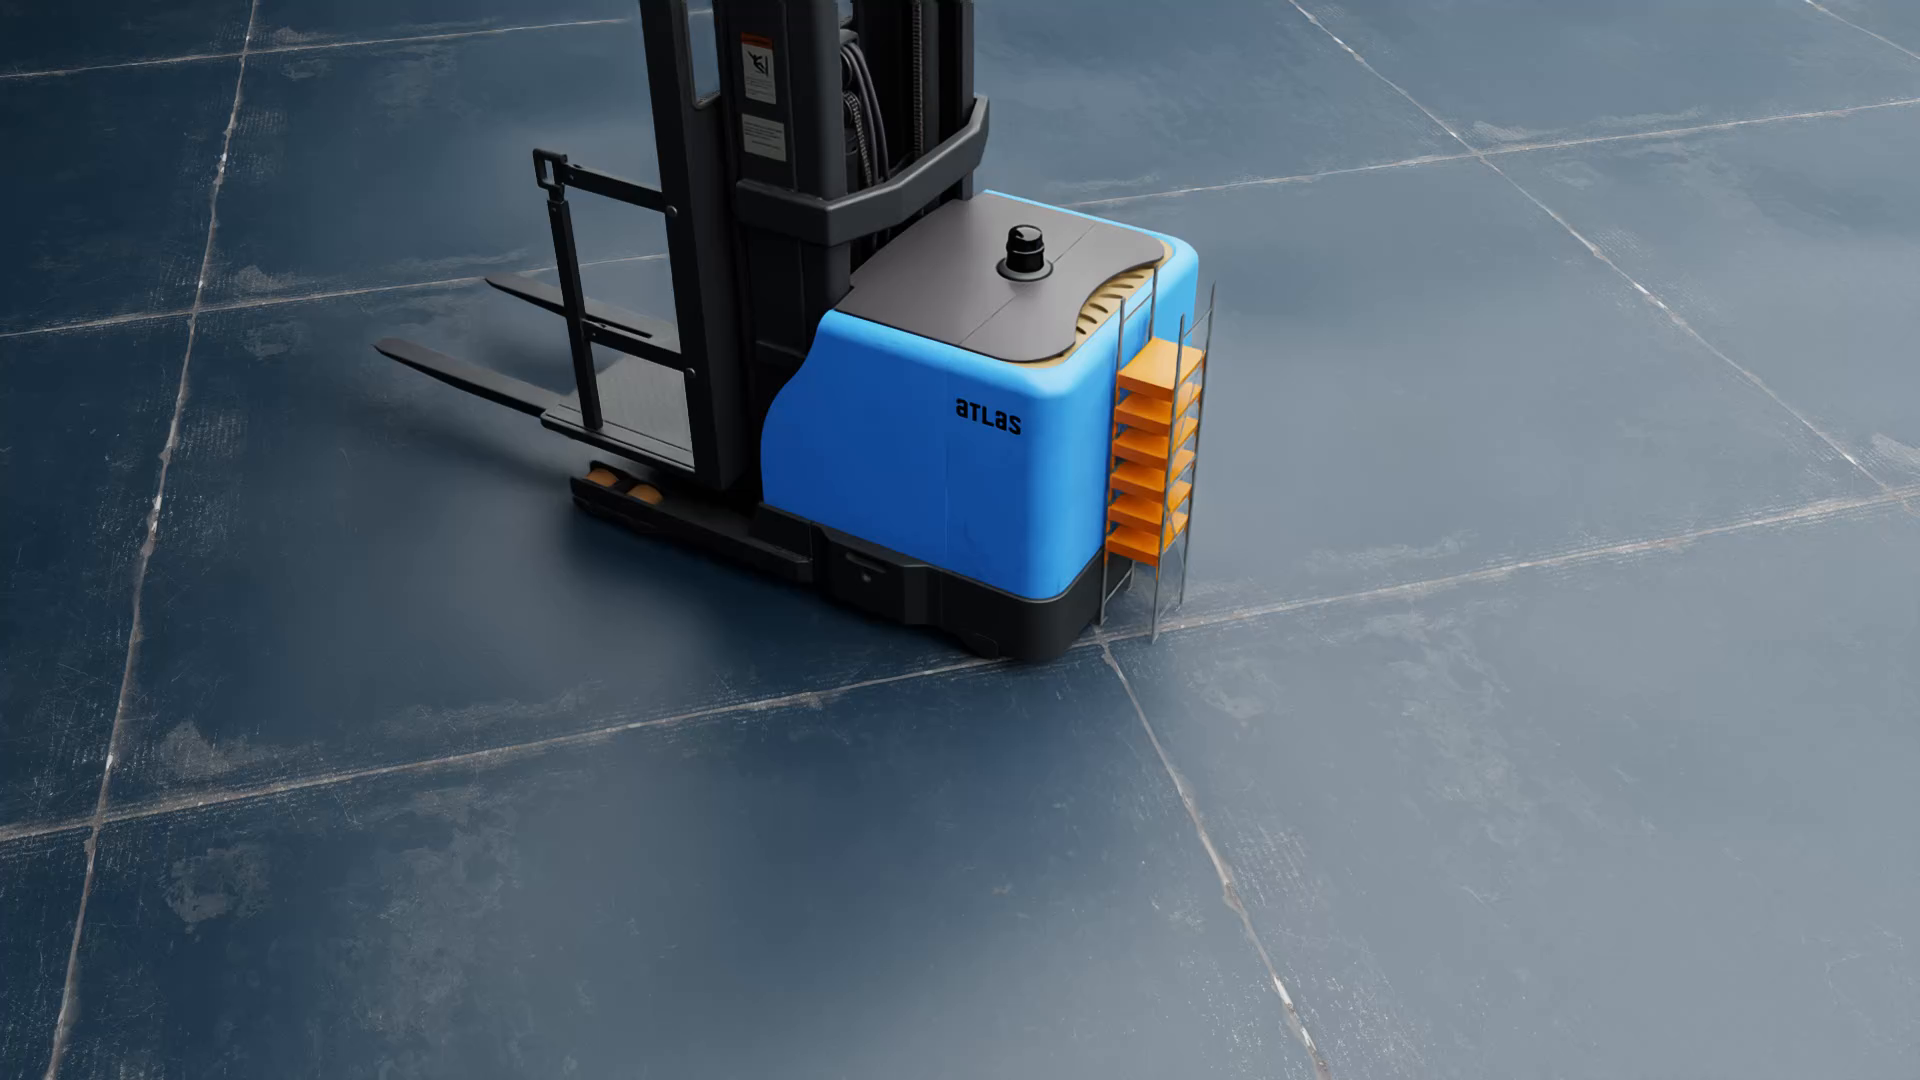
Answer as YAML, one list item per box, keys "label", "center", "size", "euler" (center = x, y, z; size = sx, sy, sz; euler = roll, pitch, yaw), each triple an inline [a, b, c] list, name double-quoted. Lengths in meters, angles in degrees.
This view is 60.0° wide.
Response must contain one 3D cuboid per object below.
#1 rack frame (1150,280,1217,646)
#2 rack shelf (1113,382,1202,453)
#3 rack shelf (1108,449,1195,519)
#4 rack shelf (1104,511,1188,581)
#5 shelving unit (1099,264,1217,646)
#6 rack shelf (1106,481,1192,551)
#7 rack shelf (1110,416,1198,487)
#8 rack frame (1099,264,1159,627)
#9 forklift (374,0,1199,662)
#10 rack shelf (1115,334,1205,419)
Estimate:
- label: "rack frame"
  center: [0.671, -0.203, 5.027]
  size: [0.006, 1.200, 0.240]
  euler: [20, 42, 24]
- label: "rack shelf"
  center: [0.592, -0.386, 4.945]
  size: [0.180, 0.103, 0.258]
  euler: [20, 42, 24]
- label: "rack shelf"
  center: [0.592, -0.195, 5.091]
  size: [0.180, 0.103, 0.258]
  euler: [20, 42, 24]
- label: "rack shelf"
  center: [0.592, -0.005, 5.237]
  size: [0.180, 0.103, 0.258]
  euler: [20, 42, 24]
- label: "shelving unit"
  center: [0.592, -0.231, 5.064]
  size: [0.189, 1.200, 0.258]
  euler: [20, 42, 24]
- label: "rack shelf"
  center: [0.592, -0.100, 5.164]
  size: [0.180, 0.103, 0.258]
  euler: [20, 42, 24]
- label: "rack shelf"
  center: [0.592, -0.291, 5.018]
  size: [0.180, 0.103, 0.258]
  euler: [20, 42, 24]
- label: "rack frame"
  center: [0.513, -0.259, 5.101]
  size: [0.006, 1.200, 0.240]
  euler: [20, 42, 24]
- label: "forklift"
  center: [-0.770, -1.444, 5.226]
  size: [3.031, 2.935, 1.130]
  euler: [20, 42, 24]
- label: "rack shelf"
  center: [0.592, -0.481, 4.872]
  size: [0.180, 0.103, 0.258]
  euler: [20, 42, 24]
